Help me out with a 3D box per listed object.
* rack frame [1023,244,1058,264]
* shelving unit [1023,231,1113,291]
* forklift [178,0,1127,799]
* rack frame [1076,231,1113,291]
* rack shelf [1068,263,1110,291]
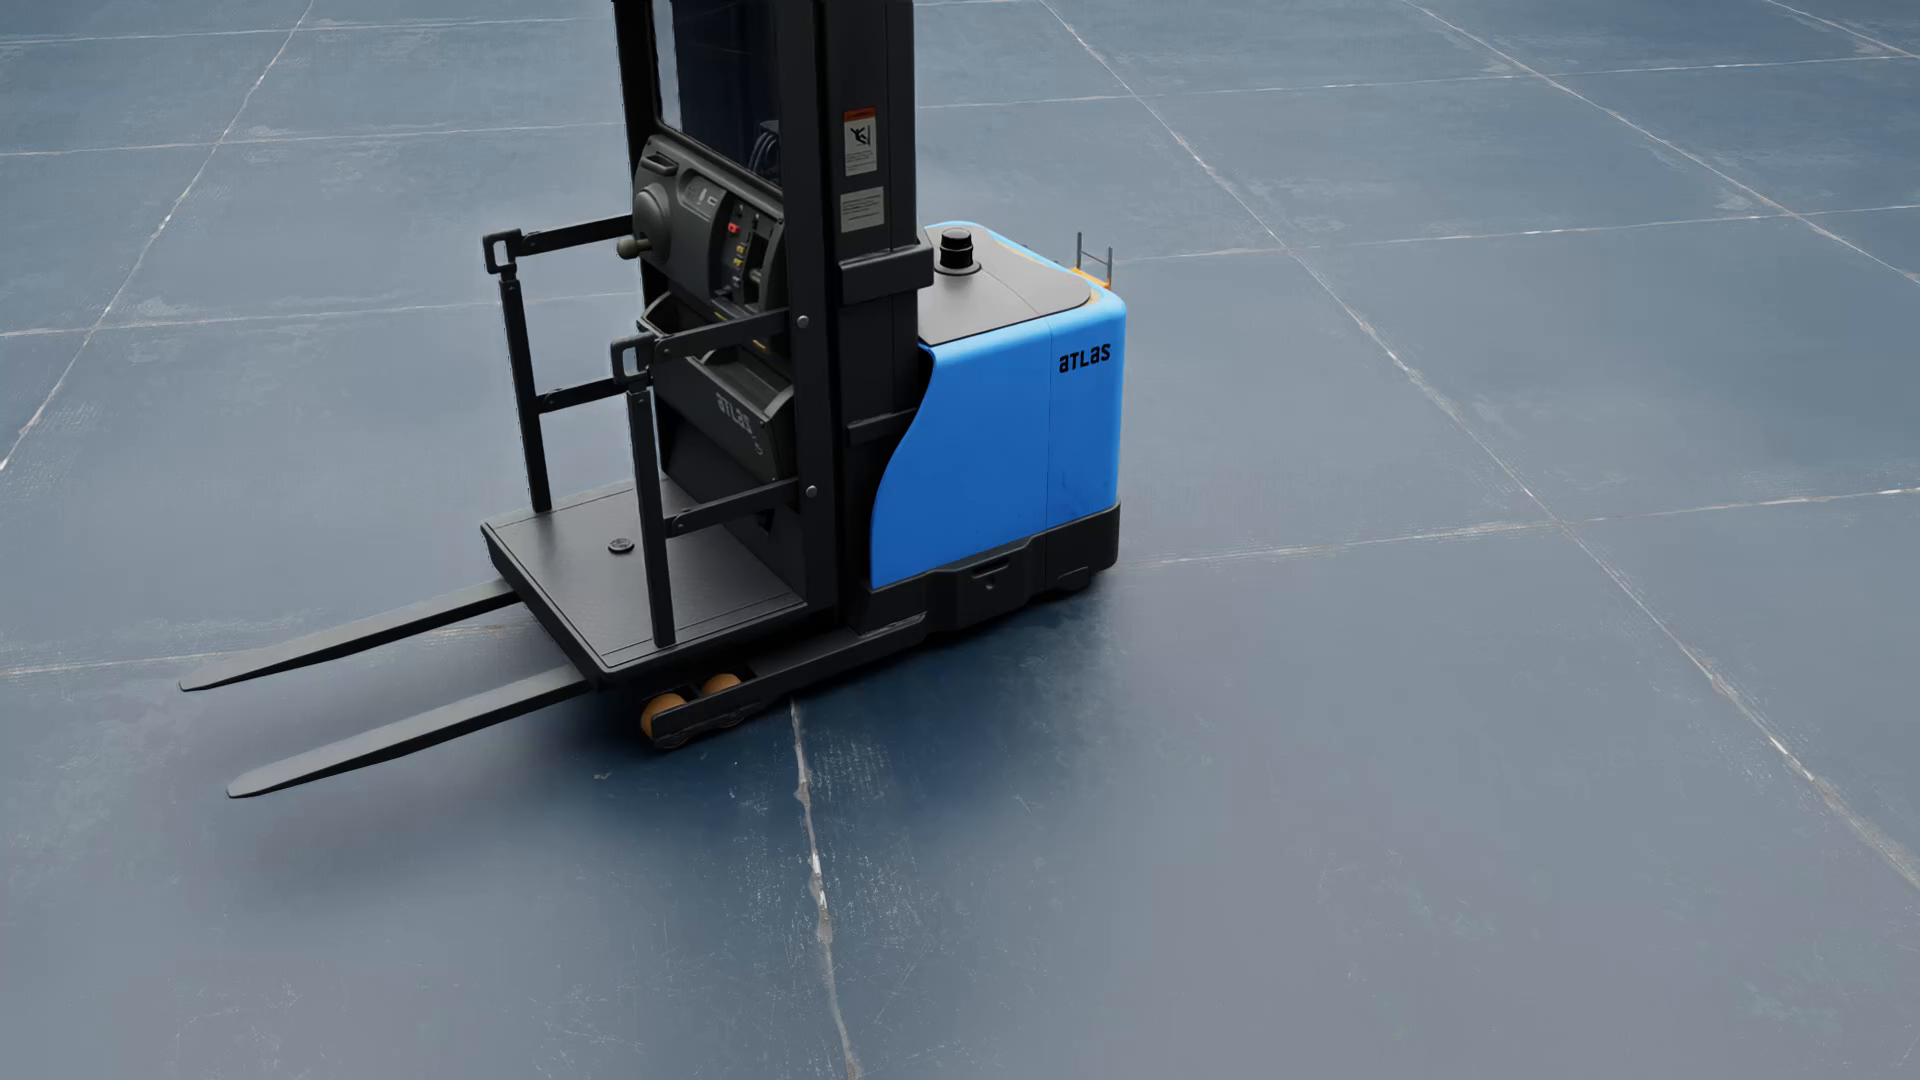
[{"bbox_3d":[0.287,-0.570,6.184,0.008,1.050,0.200,-19,35,-29],"label":"rack frame"},{"bbox_3d":[0.388,-0.605,6.243,0.252,1.050,0.215,-19,35,-29],"label":"shelving unit"},{"bbox_3d":[-0.942,-0.924,4.929,3.031,2.935,1.130,-19,35,-29],"label":"forklift"},{"bbox_3d":[0.490,-0.639,6.301,0.008,1.050,0.200,-19,35,-29],"label":"rack frame"},{"bbox_3d":[0.388,-0.840,6.104,0.240,0.259,0.215,-19,35,-29],"label":"rack shelf"}]
